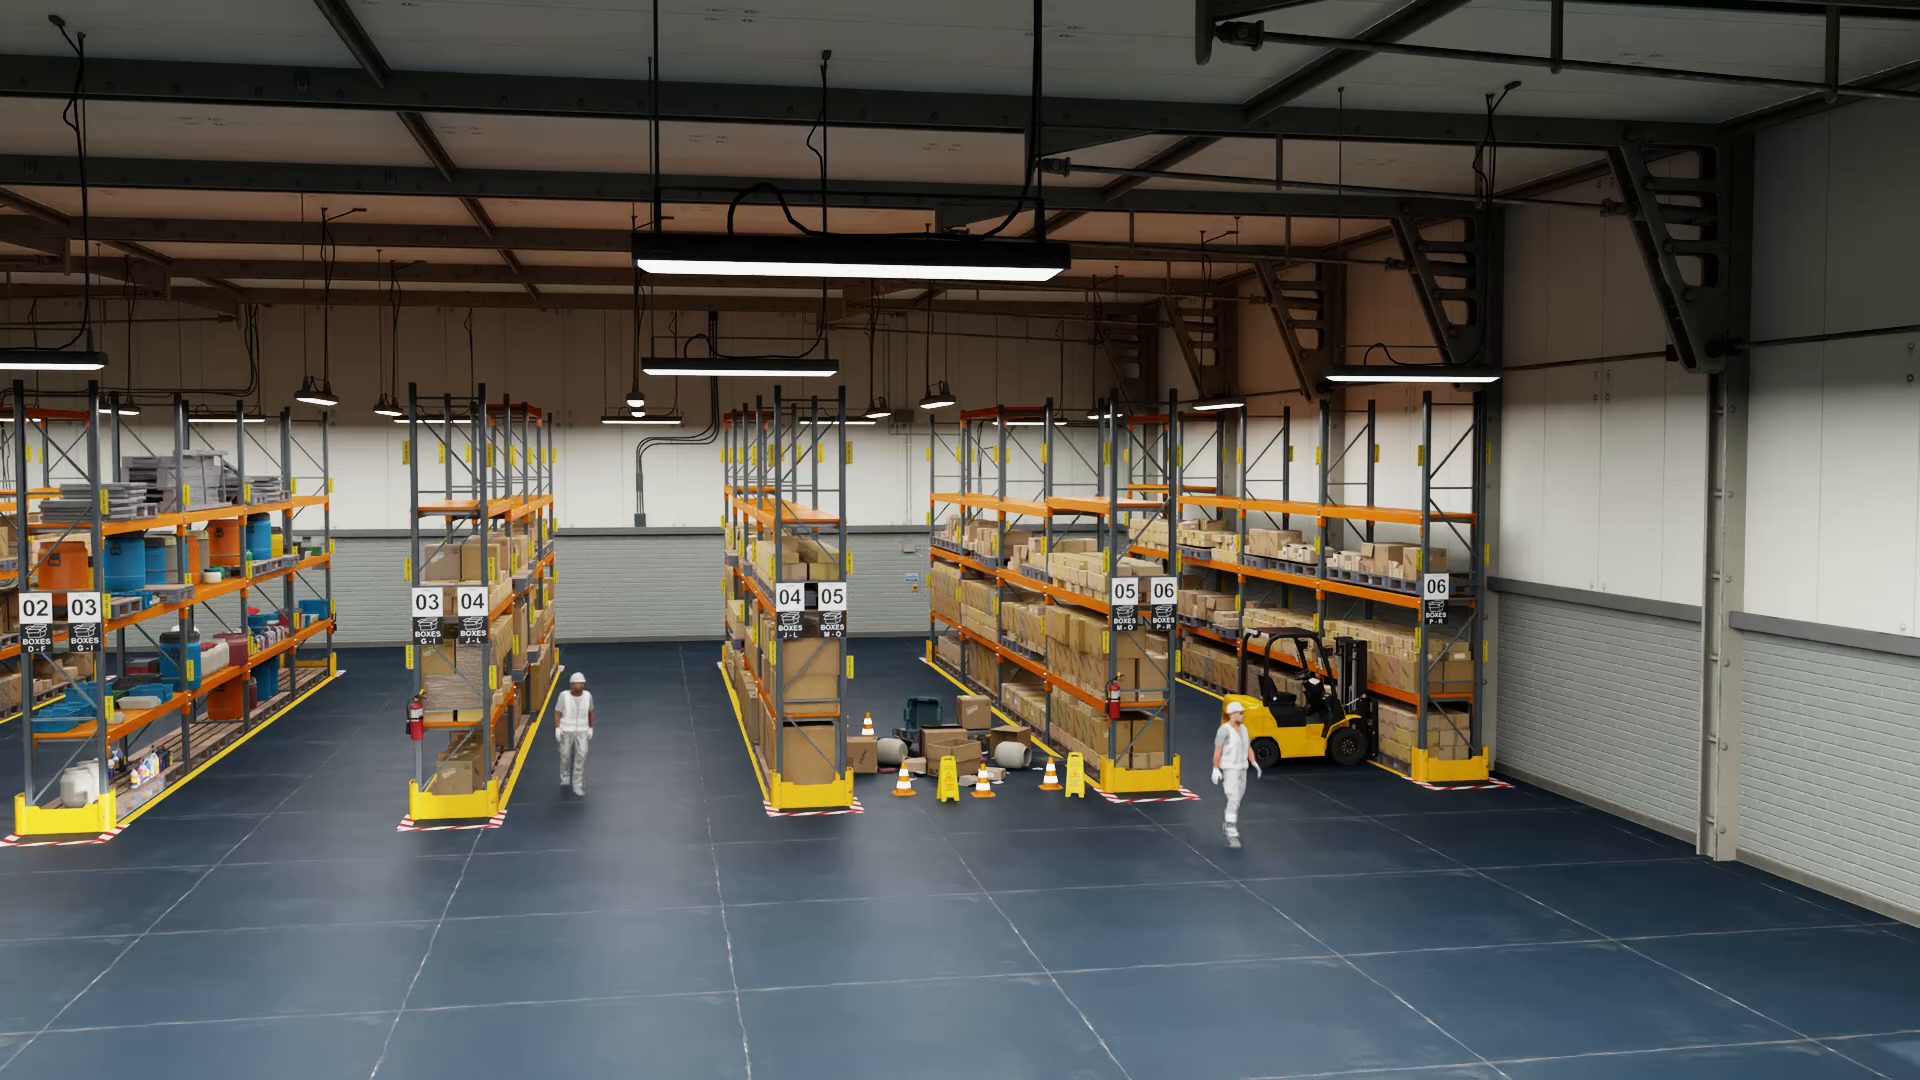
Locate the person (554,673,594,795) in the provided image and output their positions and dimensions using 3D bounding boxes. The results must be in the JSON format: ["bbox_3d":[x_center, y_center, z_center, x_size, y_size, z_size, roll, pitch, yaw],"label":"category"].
[{"bbox_3d":[-5.756,2.877,24.846,0.646,1.782,0.778,-2,3,-29],"label":"person"}]

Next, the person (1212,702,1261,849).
[{"bbox_3d":[3.573,3.016,21.544,0.648,1.818,0.614,-3,4,-41],"label":"person"}]

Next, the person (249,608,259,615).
[{"bbox_3d":[-15.204,2.324,35.800,0.525,1.715,1.092,0,3,6],"label":"person"}]

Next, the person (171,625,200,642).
[{"bbox_3d":[-15.882,2.380,34.026,0.625,1.776,0.542,-2,3,-29],"label":"person"}]

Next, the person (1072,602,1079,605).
[{"bbox_3d":[2.712,2.045,38.641,0.504,1.558,0.653,-2,3,-34],"label":"person"}]
